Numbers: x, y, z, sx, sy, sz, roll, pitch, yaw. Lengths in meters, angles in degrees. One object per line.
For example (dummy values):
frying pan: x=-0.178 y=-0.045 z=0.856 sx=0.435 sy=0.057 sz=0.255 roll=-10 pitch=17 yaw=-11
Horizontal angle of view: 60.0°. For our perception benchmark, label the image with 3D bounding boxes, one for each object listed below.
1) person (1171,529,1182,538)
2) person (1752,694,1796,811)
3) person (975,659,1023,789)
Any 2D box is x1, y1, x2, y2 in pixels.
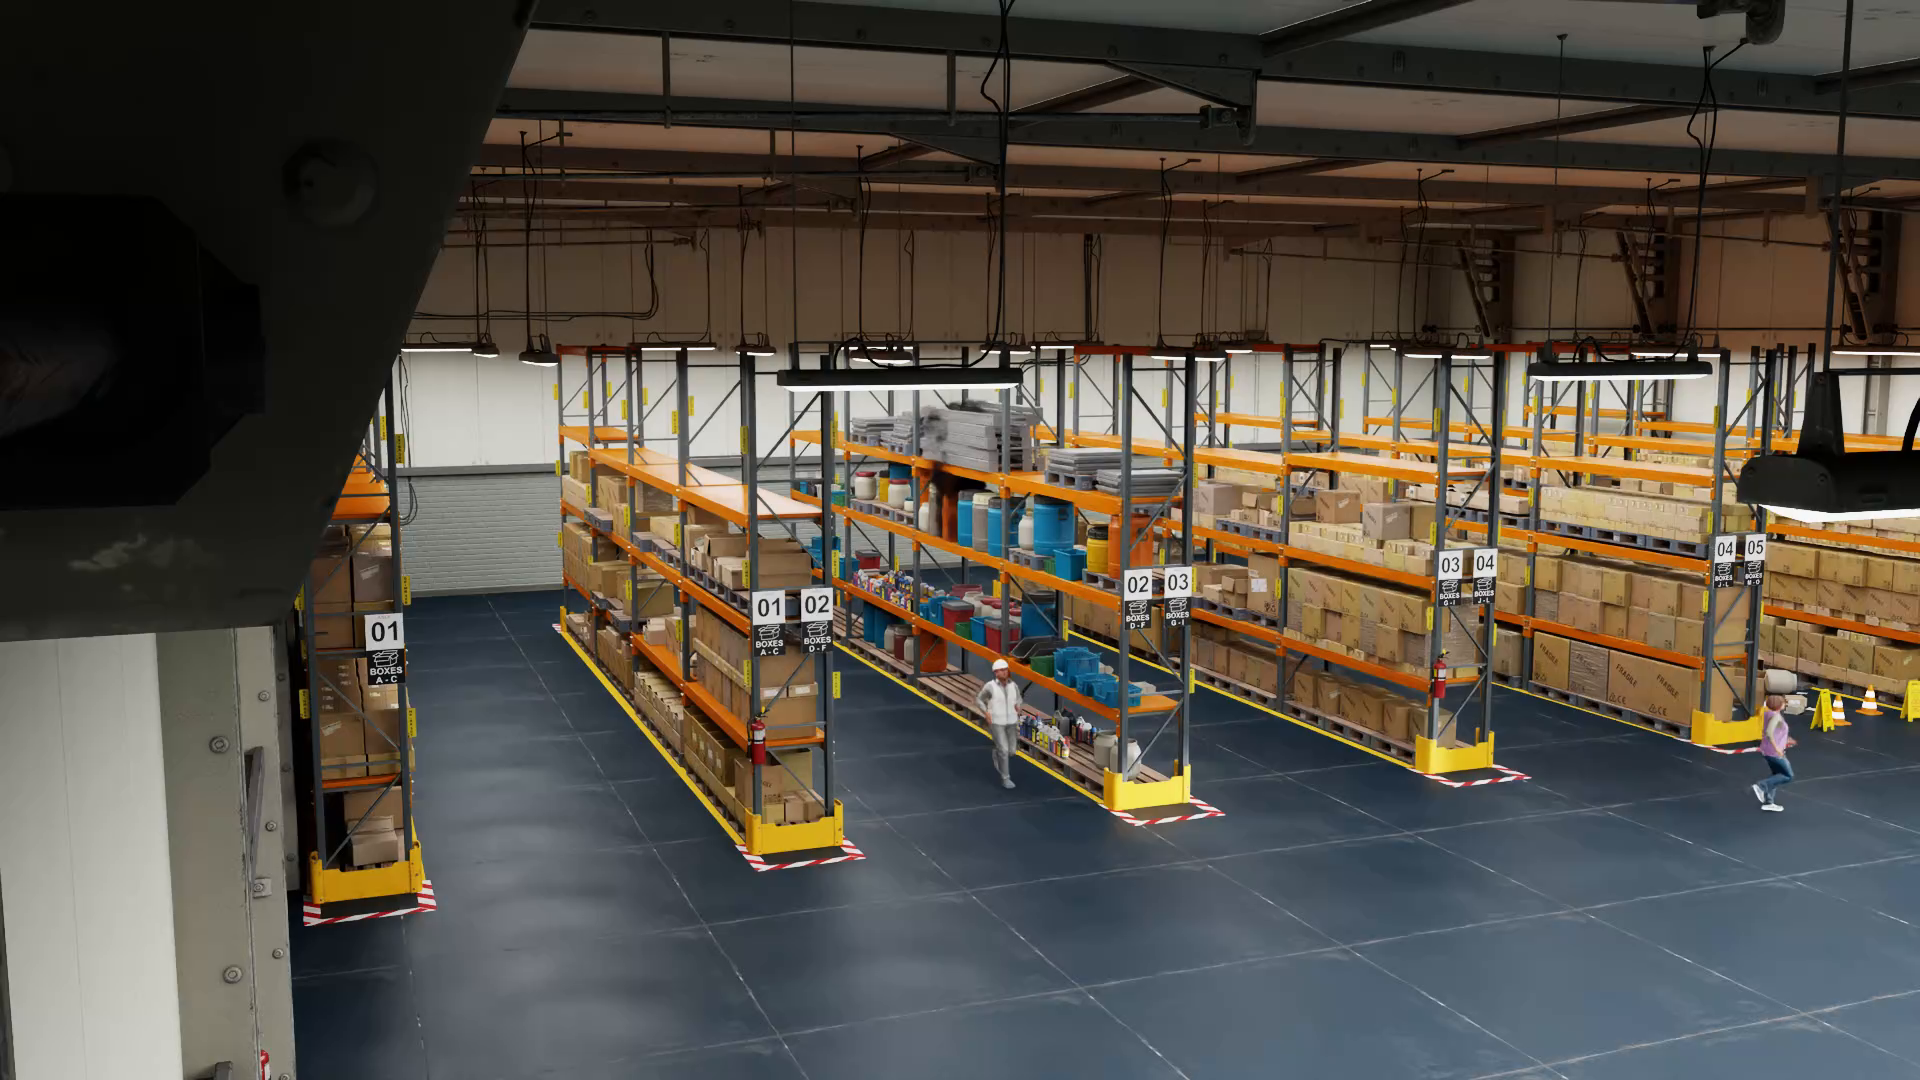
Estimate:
person: x=5.353 y=0.231 z=41.514 sx=0.728 sy=1.743 sz=0.849 roll=-3 pitch=8 yaw=-22
person: x=10.698 y=2.796 z=21.845 sx=0.544 sy=1.554 sz=0.545 roll=1 pitch=7 yaw=8
person: x=0.574 y=2.530 z=23.171 sx=0.669 sy=1.745 sz=0.860 roll=-3 pitch=8 yaw=-25
